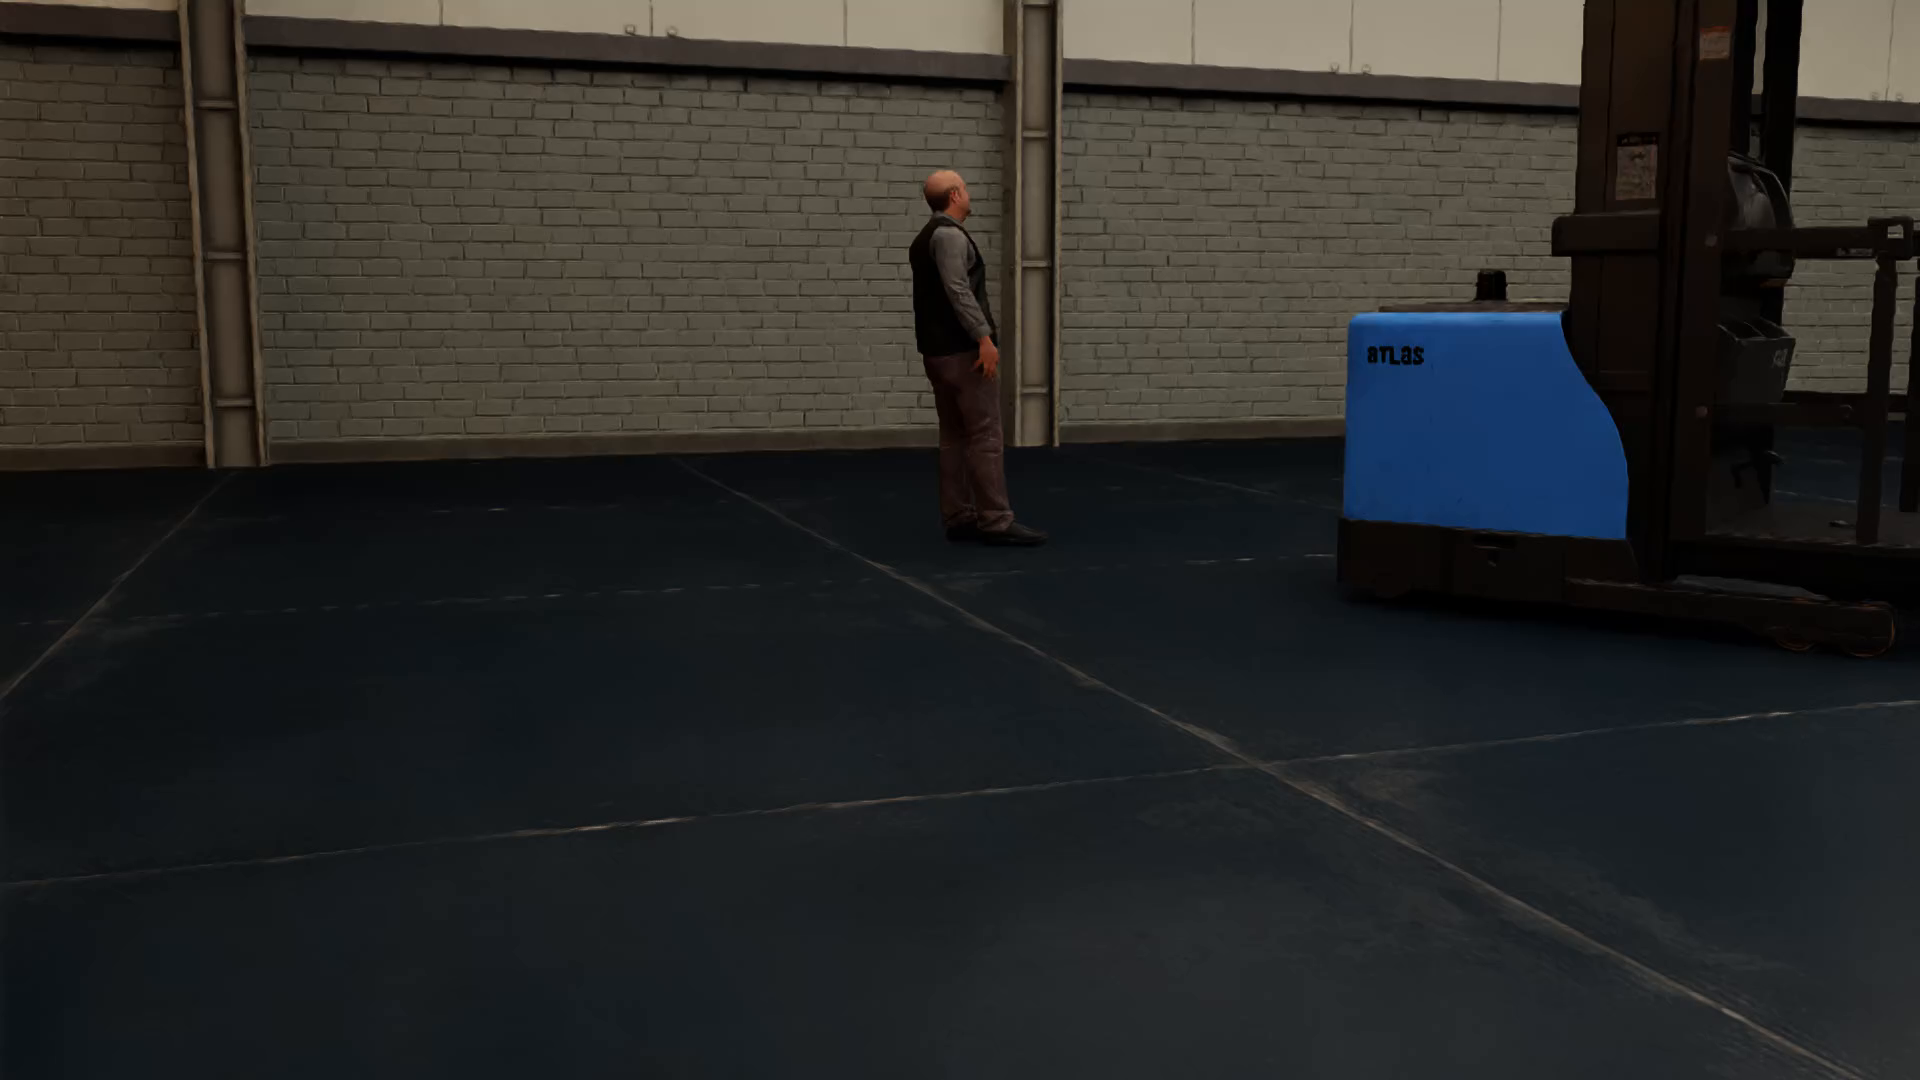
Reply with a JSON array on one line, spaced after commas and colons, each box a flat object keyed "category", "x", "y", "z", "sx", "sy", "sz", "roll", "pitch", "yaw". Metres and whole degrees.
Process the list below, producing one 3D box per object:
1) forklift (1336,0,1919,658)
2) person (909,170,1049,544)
[{"category": "forklift", "x": 2.916, "y": -1.164, "z": 5.608, "sx": 3.031, "sy": 2.935, "sz": 1.130, "roll": 6, "pitch": 10, "yaw": 36}, {"category": "person", "x": 0.062, "y": -0.862, "z": 7.819, "sx": 0.567, "sy": 1.720, "sz": 0.632, "roll": -3, "pitch": 8, "yaw": -18}]
